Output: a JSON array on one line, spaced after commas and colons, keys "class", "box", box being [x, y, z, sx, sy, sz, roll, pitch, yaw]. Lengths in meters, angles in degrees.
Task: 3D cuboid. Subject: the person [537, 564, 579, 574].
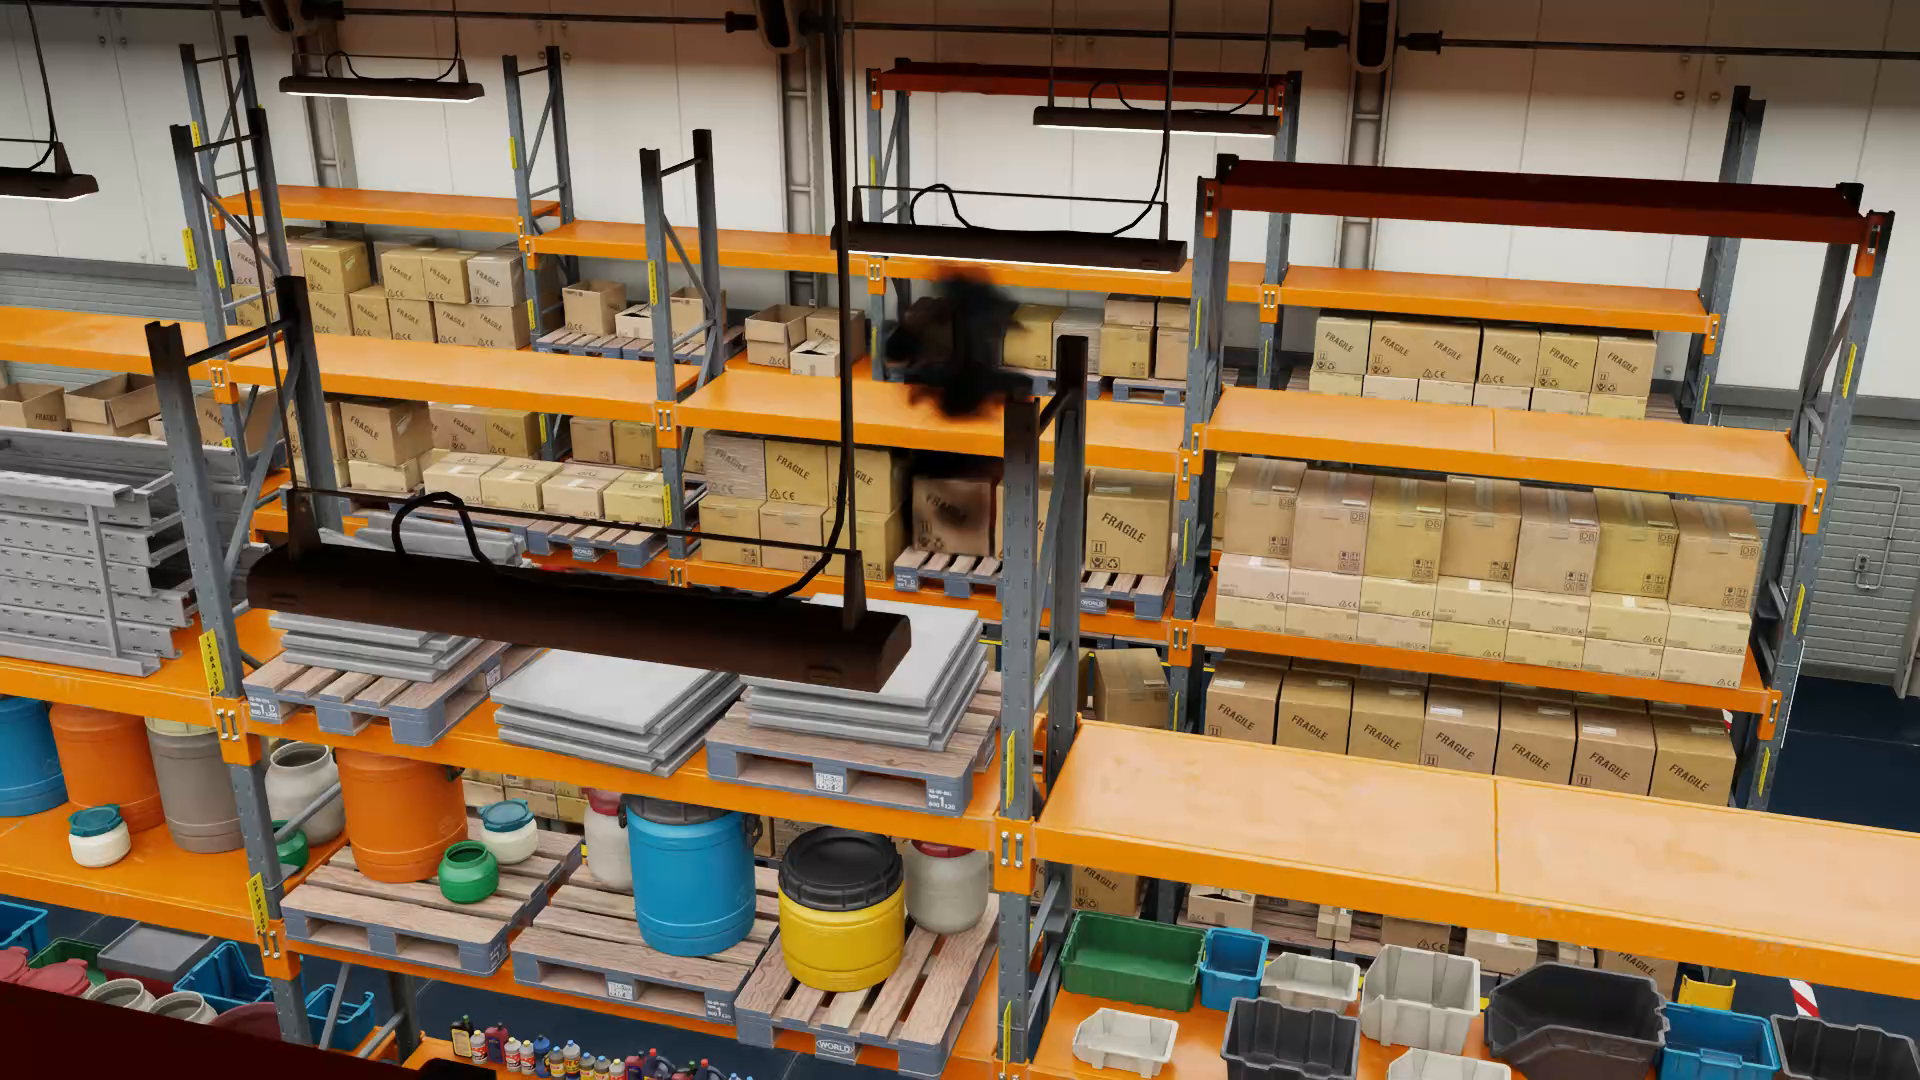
[{"class": "person", "box": [-4.127, 0.671, 16.971, 0.705, 1.679, 0.669, 2, 23, 6]}]
